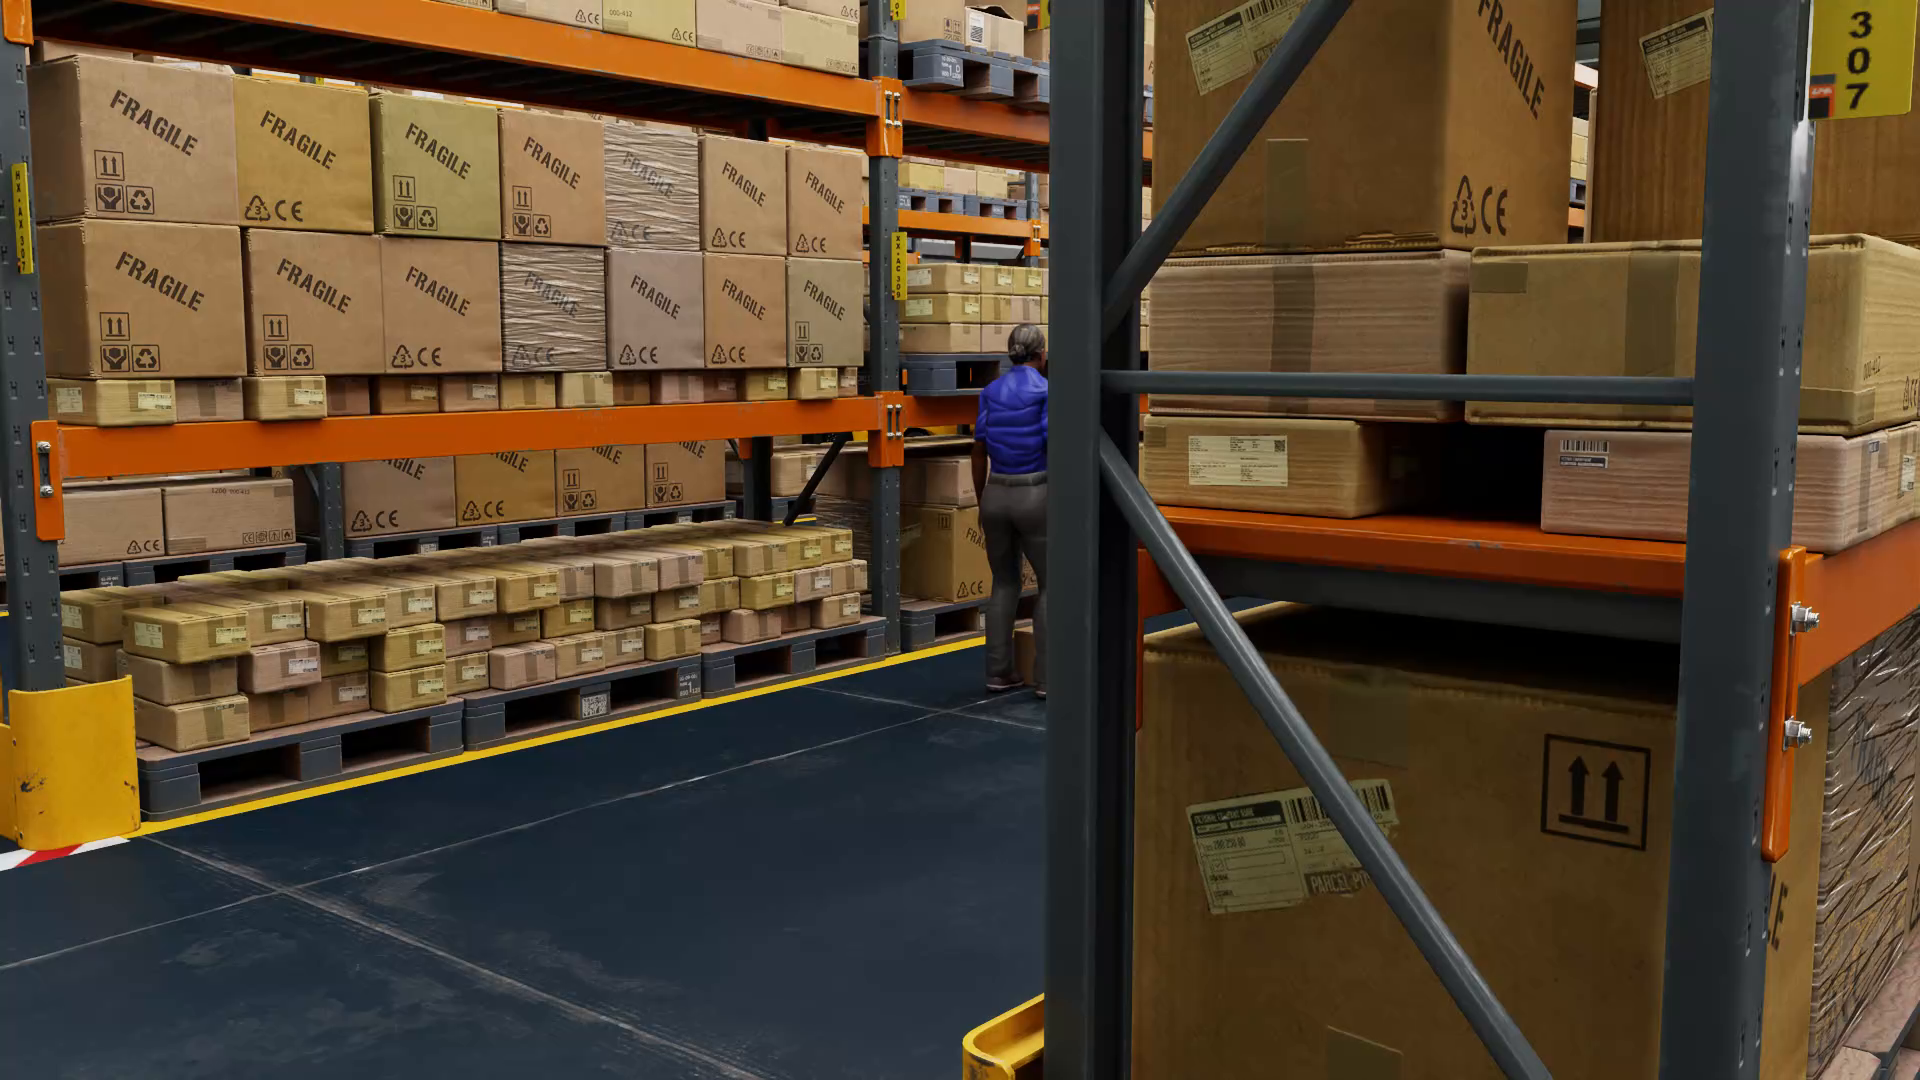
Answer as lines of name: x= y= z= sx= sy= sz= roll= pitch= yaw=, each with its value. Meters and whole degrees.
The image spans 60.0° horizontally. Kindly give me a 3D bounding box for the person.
person: x=0.297 y=-0.136 z=7.410 sx=0.527 sy=1.653 sz=0.350 roll=4 pitch=8 yaw=33
